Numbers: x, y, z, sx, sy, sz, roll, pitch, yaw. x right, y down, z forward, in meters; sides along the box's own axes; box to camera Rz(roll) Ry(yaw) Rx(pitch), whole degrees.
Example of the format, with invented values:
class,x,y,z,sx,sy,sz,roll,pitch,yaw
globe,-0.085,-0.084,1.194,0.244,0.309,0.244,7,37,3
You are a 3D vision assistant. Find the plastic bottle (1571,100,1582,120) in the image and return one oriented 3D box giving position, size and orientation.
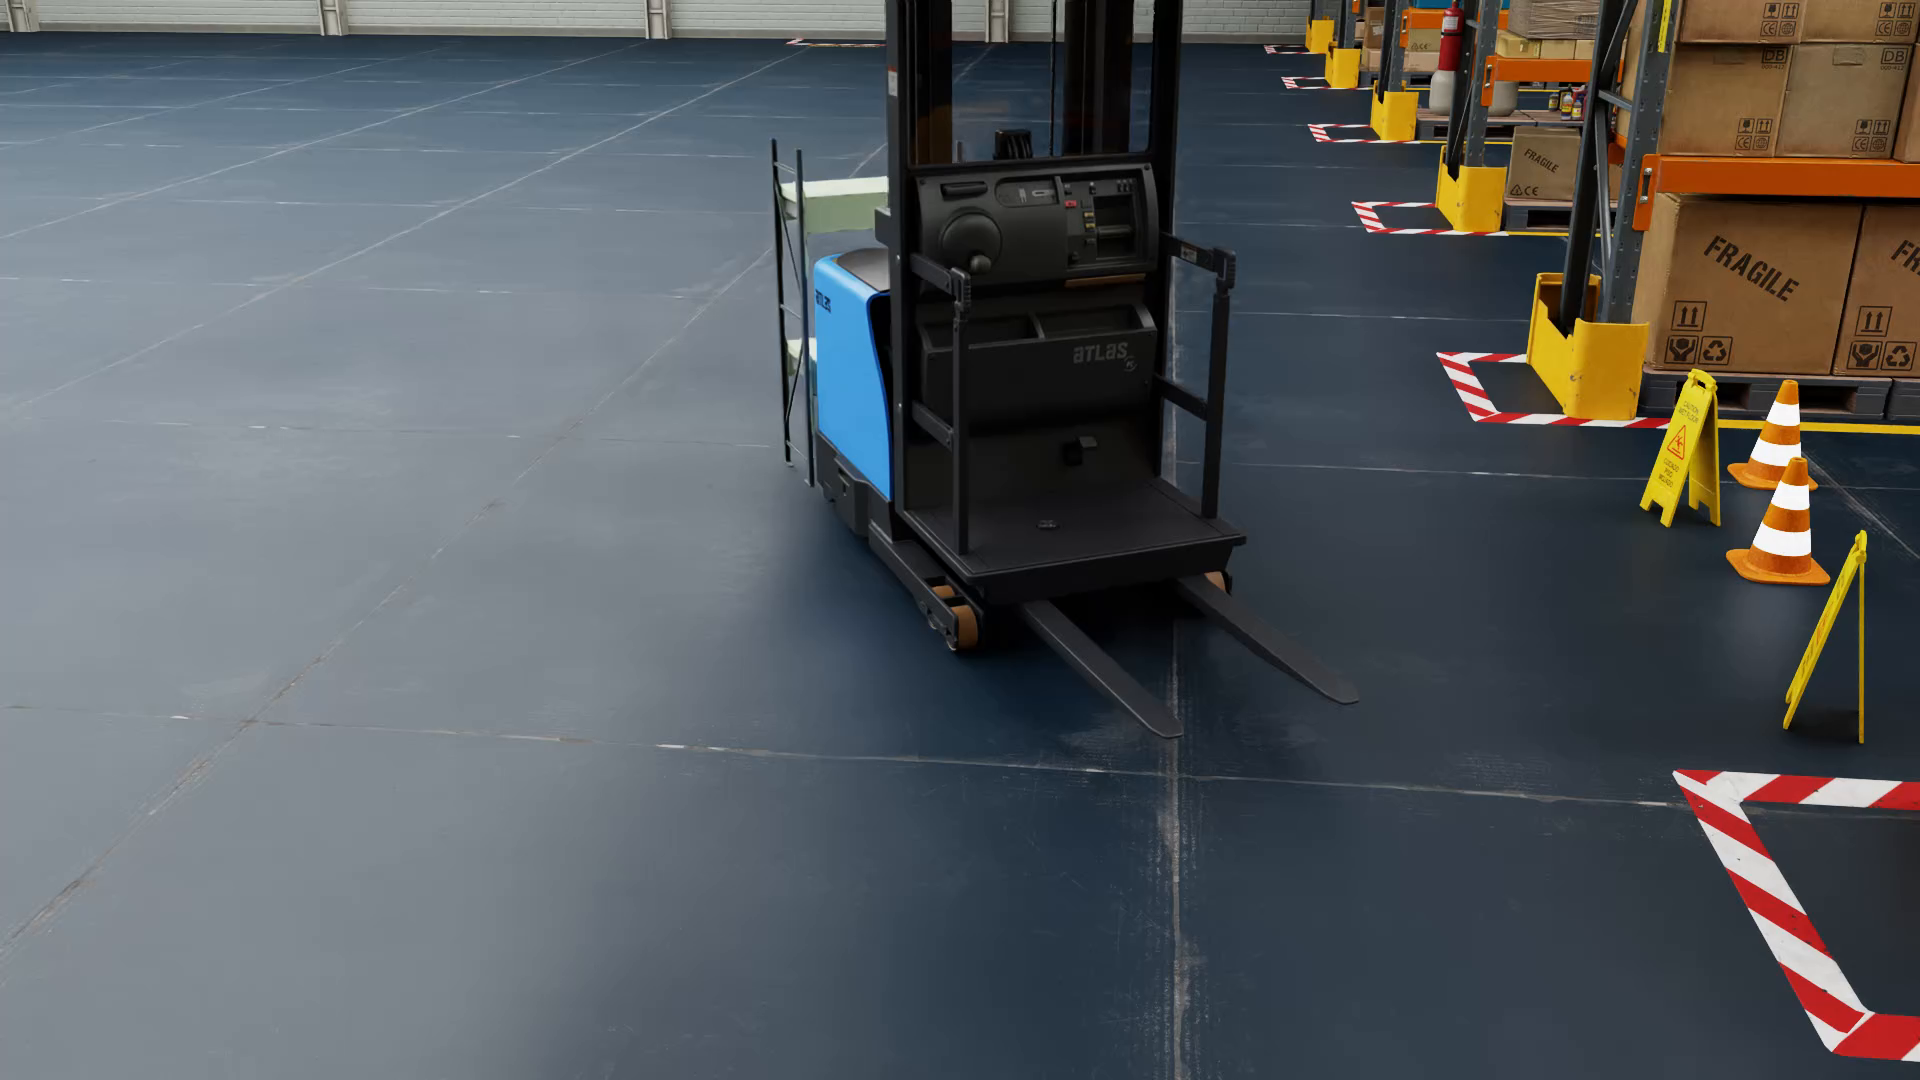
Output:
class,x,y,z,sx,sy,sz,roll,pitch,yaw
plastic bottle,6.511,-4.541,17.554,0.097,0.201,0.097,0,22,0

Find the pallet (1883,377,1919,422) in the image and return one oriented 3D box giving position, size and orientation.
class,x,y,z,sx,sy,sz,roll,pitch,yaw
pallet,5.388,-0.863,8.836,1.213,0.211,1.003,2,22,6

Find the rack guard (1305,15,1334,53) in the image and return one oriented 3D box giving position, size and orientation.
class,x,y,z,sx,sy,sz,roll,pitch,yaw
rack guard,5.885,-8.286,27.218,0.348,0.500,1.175,2,22,6

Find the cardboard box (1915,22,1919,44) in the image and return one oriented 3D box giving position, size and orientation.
class,x,y,z,sx,sy,sz,roll,pitch,yaw
cardboard box,4.838,-2.697,8.010,0.550,0.550,0.875,2,22,6

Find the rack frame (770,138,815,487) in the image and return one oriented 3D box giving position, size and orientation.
class,x,y,z,sx,sy,sz,roll,pitch,yaw
rack frame,-0.750,-1.008,7.441,0.023,1.500,0.400,-9,22,-21

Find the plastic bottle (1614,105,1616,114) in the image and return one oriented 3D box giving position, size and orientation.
class,x,y,z,sx,sy,sz,roll,pitch,yaw
plastic bottle,7.098,-4.740,18.056,0.097,0.201,0.097,0,22,0

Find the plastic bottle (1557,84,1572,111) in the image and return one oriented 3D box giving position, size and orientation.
class,x,y,z,sx,sy,sz,roll,pitch,yaw
plastic bottle,6.637,-4.858,18.244,0.133,0.283,0.061,3,22,8

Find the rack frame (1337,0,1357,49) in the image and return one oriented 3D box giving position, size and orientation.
class,x,y,z,sx,sy,sz,roll,pitch,yaw
rack frame,5.231,-7.643,22.192,0.127,3.000,1.000,2,22,6

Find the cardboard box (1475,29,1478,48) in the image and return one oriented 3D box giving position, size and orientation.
class,x,y,z,sx,sy,sz,roll,pitch,yaw
cardboard box,6.732,-6.766,22.122,0.500,0.500,0.500,2,22,6

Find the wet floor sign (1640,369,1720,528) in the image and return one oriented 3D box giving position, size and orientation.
class,x,y,z,sx,sy,sz,roll,pitch,yaw
wet floor sign,3.115,-0.403,7.082,0.232,0.644,0.267,-1,22,-3

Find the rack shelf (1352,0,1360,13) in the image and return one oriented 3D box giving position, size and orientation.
class,x,y,z,sx,sy,sz,roll,pitch,yaw
rack shelf,7.217,-7.222,22.105,4.000,0.370,1.077,2,22,6

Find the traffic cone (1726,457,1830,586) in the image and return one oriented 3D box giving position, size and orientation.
class,x,y,z,sx,sy,sz,roll,pitch,yaw
traffic cone,3.267,-0.101,6.565,0.334,0.463,0.336,2,22,6

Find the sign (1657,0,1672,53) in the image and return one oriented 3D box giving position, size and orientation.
class,x,y,z,sx,sy,sz,roll,pitch,yaw
sign,3.306,-2.457,7.789,0.005,0.325,0.100,2,22,6

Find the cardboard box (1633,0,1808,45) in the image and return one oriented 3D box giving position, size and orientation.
class,x,y,z,sx,sy,sz,roll,pitch,yaw
cardboard box,3.741,-2.761,8.172,0.550,0.550,0.875,2,22,6

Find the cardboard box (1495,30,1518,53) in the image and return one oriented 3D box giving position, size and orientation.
class,x,y,z,sx,sy,sz,roll,pitch,yaw
cardboard box,4.368,-3.972,13.249,0.250,0.149,0.380,2,22,6

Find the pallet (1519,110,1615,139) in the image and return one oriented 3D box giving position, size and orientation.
class,x,y,z,sx,sy,sz,roll,pitch,yaw
pallet,6.739,-4.461,17.936,1.213,0.211,1.003,2,22,6

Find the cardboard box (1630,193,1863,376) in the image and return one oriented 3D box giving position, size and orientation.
class,x,y,z,sx,sy,sz,roll,pitch,yaw
cardboard box,4.058,-1.422,8.774,0.875,0.875,0.875,3,22,7

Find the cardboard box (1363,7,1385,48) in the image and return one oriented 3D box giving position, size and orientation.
class,x,y,z,sx,sy,sz,roll,pitch,yaw
cardboard box,5.798,-6.994,22.698,0.500,0.500,0.500,2,22,6

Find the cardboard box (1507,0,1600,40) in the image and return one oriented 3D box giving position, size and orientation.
class,x,y,z,sx,sy,sz,roll,pitch,yaw
cardboard box,4.604,-4.177,12.885,0.500,0.500,0.875,2,22,6

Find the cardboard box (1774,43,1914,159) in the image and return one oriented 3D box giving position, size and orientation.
class,x,y,z,sx,sy,sz,roll,pitch,yaw
cardboard box,4.300,-2.274,8.408,0.550,0.550,0.875,2,22,6

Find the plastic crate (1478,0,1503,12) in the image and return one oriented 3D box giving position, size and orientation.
class,x,y,z,sx,sy,sz,roll,pitch,yaw
plastic crate,5.495,-5.556,17.271,0.250,0.136,0.298,2,22,6

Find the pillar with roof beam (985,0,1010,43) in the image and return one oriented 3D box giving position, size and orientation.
class,x,y,z,sx,sy,sz,roll,pitch,yaw
pillar with roof beam,0.142,-11.215,23.067,0.400,9.000,9.100,2,22,6

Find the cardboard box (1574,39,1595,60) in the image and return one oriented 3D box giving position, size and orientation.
class,x,y,z,sx,sy,sz,roll,pitch,yaw
cardboard box,4.808,-3.776,12.752,0.250,0.149,0.380,2,22,6

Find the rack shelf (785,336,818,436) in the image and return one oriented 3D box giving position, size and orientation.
class,x,y,z,sx,sy,sz,roll,pitch,yaw
rack shelf,-0.411,-0.755,7.688,0.720,0.370,0.431,-9,22,-21

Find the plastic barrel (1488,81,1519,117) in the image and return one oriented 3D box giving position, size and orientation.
class,x,y,z,sx,sy,sz,roll,pitch,yaw
plastic barrel,5.804,-4.850,17.942,0.421,0.512,0.421,0,22,0

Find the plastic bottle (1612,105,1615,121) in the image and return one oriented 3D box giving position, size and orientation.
class,x,y,z,sx,sy,sz,roll,pitch,yaw
plastic bottle,6.847,-4.559,17.504,0.097,0.271,0.097,0,22,0

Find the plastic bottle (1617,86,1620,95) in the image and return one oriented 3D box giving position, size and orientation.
class,x,y,z,sx,sy,sz,roll,pitch,yaw
plastic bottle,7.254,-4.847,18.125,0.185,0.351,0.144,2,22,6

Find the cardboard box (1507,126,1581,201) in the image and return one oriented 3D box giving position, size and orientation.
class,x,y,z,sx,sy,sz,roll,pitch,yaw
cardboard box,4.679,-3.026,13.342,0.500,0.500,0.500,7,23,16

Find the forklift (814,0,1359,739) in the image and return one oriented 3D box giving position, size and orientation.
class,x,y,z,sx,sy,sz,roll,pitch,yaw
forklift,0.367,-1.139,5.835,1.130,2.935,3.031,-8,23,-20

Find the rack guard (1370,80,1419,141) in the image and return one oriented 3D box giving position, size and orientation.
class,x,y,z,sx,sy,sz,roll,pitch,yaw
rack guard,4.725,-4.686,18.112,0.348,0.500,1.175,2,22,6

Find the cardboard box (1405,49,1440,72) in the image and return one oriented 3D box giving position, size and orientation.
class,x,y,z,sx,sy,sz,roll,pitch,yaw
cardboard box,6.234,-6.435,22.305,0.500,0.250,0.500,2,22,6

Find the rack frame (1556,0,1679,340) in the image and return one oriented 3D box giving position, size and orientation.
class,x,y,z,sx,sy,sz,roll,pitch,yaw
rack frame,3.377,-2.220,8.474,0.127,3.000,1.000,2,22,6

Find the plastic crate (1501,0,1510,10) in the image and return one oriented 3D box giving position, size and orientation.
class,x,y,z,sx,sy,sz,roll,pitch,yaw
plastic crate,5.820,-5.823,17.790,0.408,0.251,0.499,2,22,6

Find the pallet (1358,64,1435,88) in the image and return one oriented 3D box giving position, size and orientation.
class,x,y,z,sx,sy,sz,roll,pitch,yaw
pallet,5.995,-6.328,22.659,1.213,0.211,1.003,2,22,6

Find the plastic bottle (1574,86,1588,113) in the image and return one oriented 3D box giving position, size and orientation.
class,x,y,z,sx,sy,sz,roll,pitch,yaw
plastic bottle,6.754,-4.797,18.089,0.133,0.283,0.061,2,22,6

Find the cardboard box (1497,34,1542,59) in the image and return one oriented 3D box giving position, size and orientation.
class,x,y,z,sx,sy,sz,roll,pitch,yaw
cardboard box,4.316,-3.810,12.838,0.250,0.149,0.380,2,22,6

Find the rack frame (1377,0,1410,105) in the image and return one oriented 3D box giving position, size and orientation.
class,x,y,z,sx,sy,sz,roll,pitch,yaw
rack frame,4.644,-5.834,17.618,0.127,3.000,1.000,2,22,6

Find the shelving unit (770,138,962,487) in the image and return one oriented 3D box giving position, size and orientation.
class,x,y,z,sx,sy,sz,roll,pitch,yaw
shelving unit,-0.412,-1.060,7.572,0.755,1.500,0.431,-9,22,-21

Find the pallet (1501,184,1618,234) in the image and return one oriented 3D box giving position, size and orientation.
class,x,y,z,sx,sy,sz,roll,pitch,yaw
pallet,4.939,-2.678,13.426,1.213,0.211,1.003,2,22,6

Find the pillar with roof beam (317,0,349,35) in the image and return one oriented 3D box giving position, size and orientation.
class,x,y,z,sx,sy,sz,roll,pitch,yaw
pillar with roof beam,-11.775,-11.734,24.380,0.400,9.000,9.100,2,22,6

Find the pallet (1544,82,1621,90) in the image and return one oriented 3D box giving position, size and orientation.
class,x,y,z,sx,sy,sz,roll,pitch,yaw
pallet,8.418,-6.223,22.392,1.213,0.211,1.003,2,22,6

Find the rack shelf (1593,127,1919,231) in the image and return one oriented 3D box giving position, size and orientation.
class,x,y,z,sx,sy,sz,roll,pitch,yaw
rack shelf,5.363,-1.798,8.387,4.000,0.370,1.077,2,22,6
